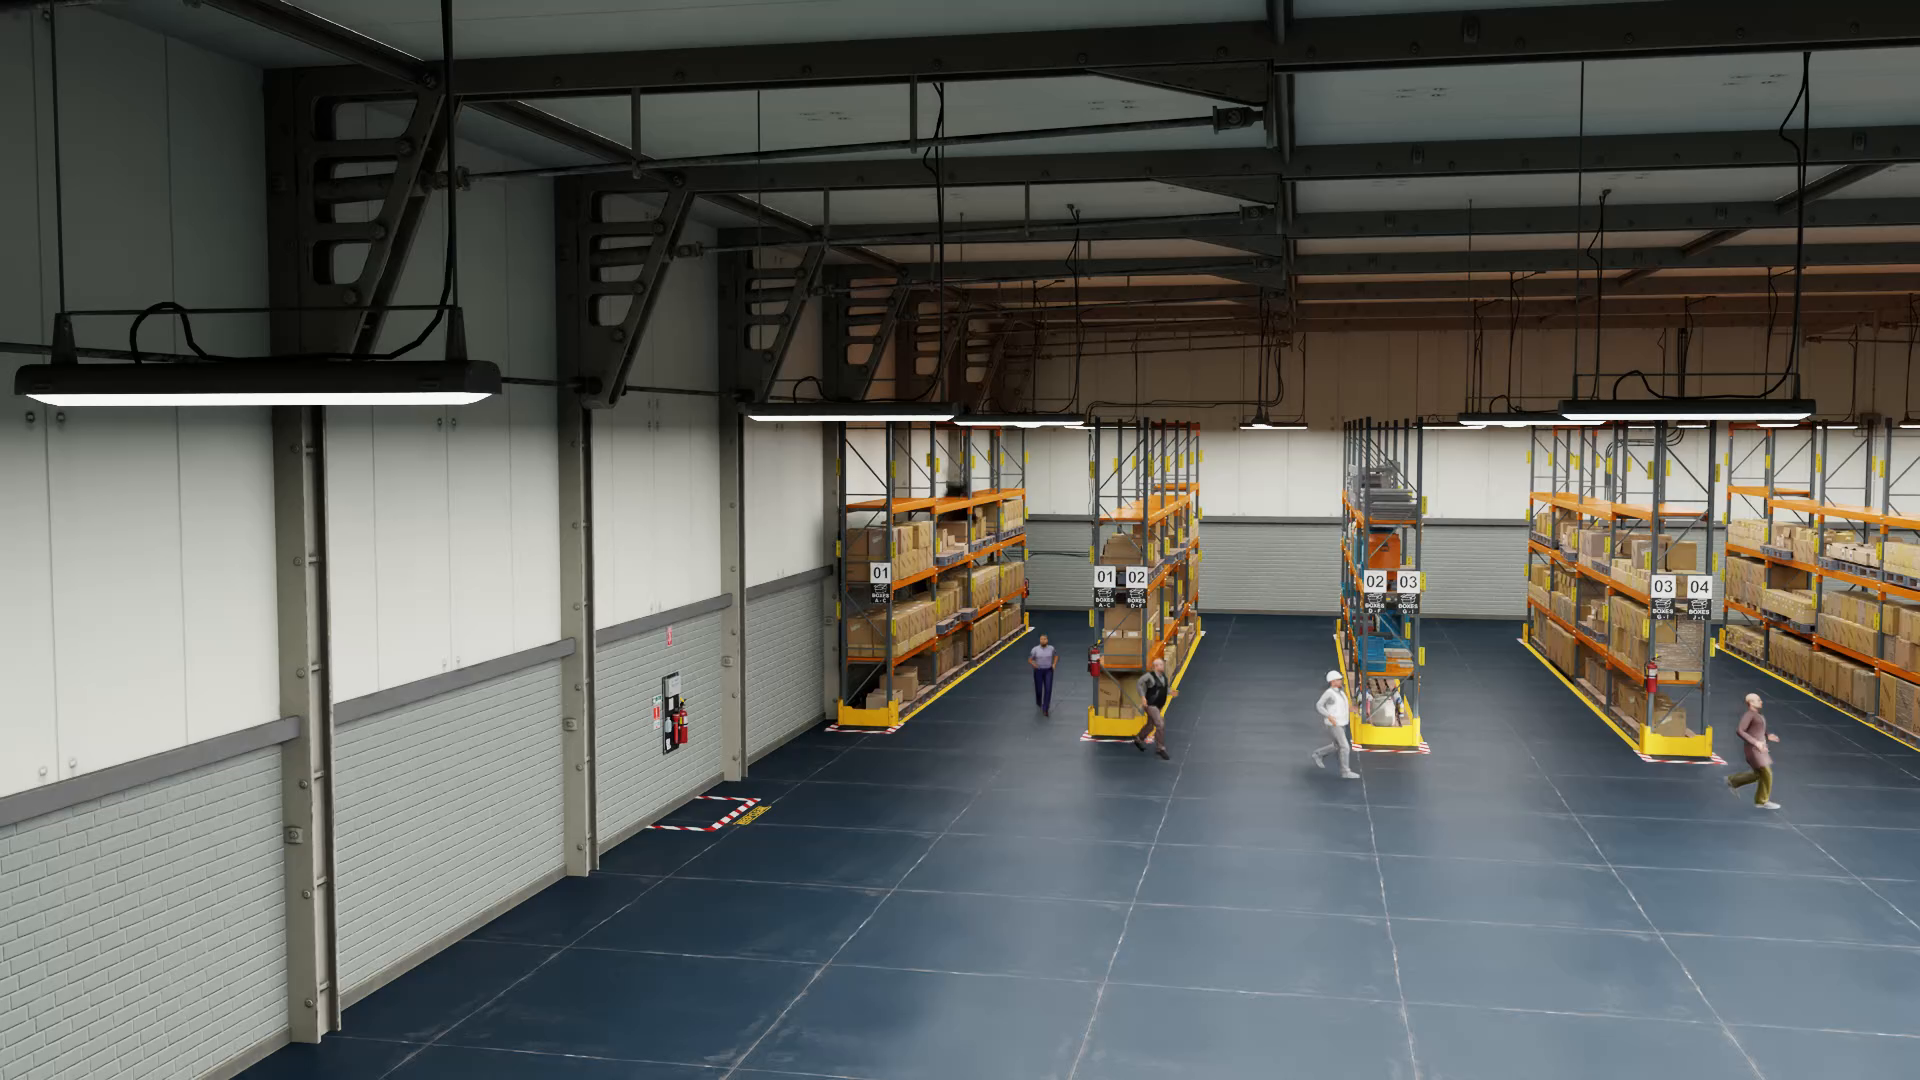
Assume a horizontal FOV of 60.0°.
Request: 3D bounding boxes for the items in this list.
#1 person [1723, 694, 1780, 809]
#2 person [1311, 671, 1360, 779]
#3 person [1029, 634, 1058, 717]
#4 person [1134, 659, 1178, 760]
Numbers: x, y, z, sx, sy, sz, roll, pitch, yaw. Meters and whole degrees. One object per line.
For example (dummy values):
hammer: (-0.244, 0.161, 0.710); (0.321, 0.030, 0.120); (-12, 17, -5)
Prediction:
person: (12.078, 3.207, 25.354); (0.833, 1.736, 0.716); (3, 5, 36)
person: (6.226, 3.047, 27.589); (0.919, 1.750, 0.667); (3, 5, 37)
person: (1.698, 2.729, 33.756); (0.607, 1.628, 0.849); (0, 4, 0)
person: (3.426, 2.961, 29.392); (0.903, 1.755, 0.608); (3, 5, 39)
